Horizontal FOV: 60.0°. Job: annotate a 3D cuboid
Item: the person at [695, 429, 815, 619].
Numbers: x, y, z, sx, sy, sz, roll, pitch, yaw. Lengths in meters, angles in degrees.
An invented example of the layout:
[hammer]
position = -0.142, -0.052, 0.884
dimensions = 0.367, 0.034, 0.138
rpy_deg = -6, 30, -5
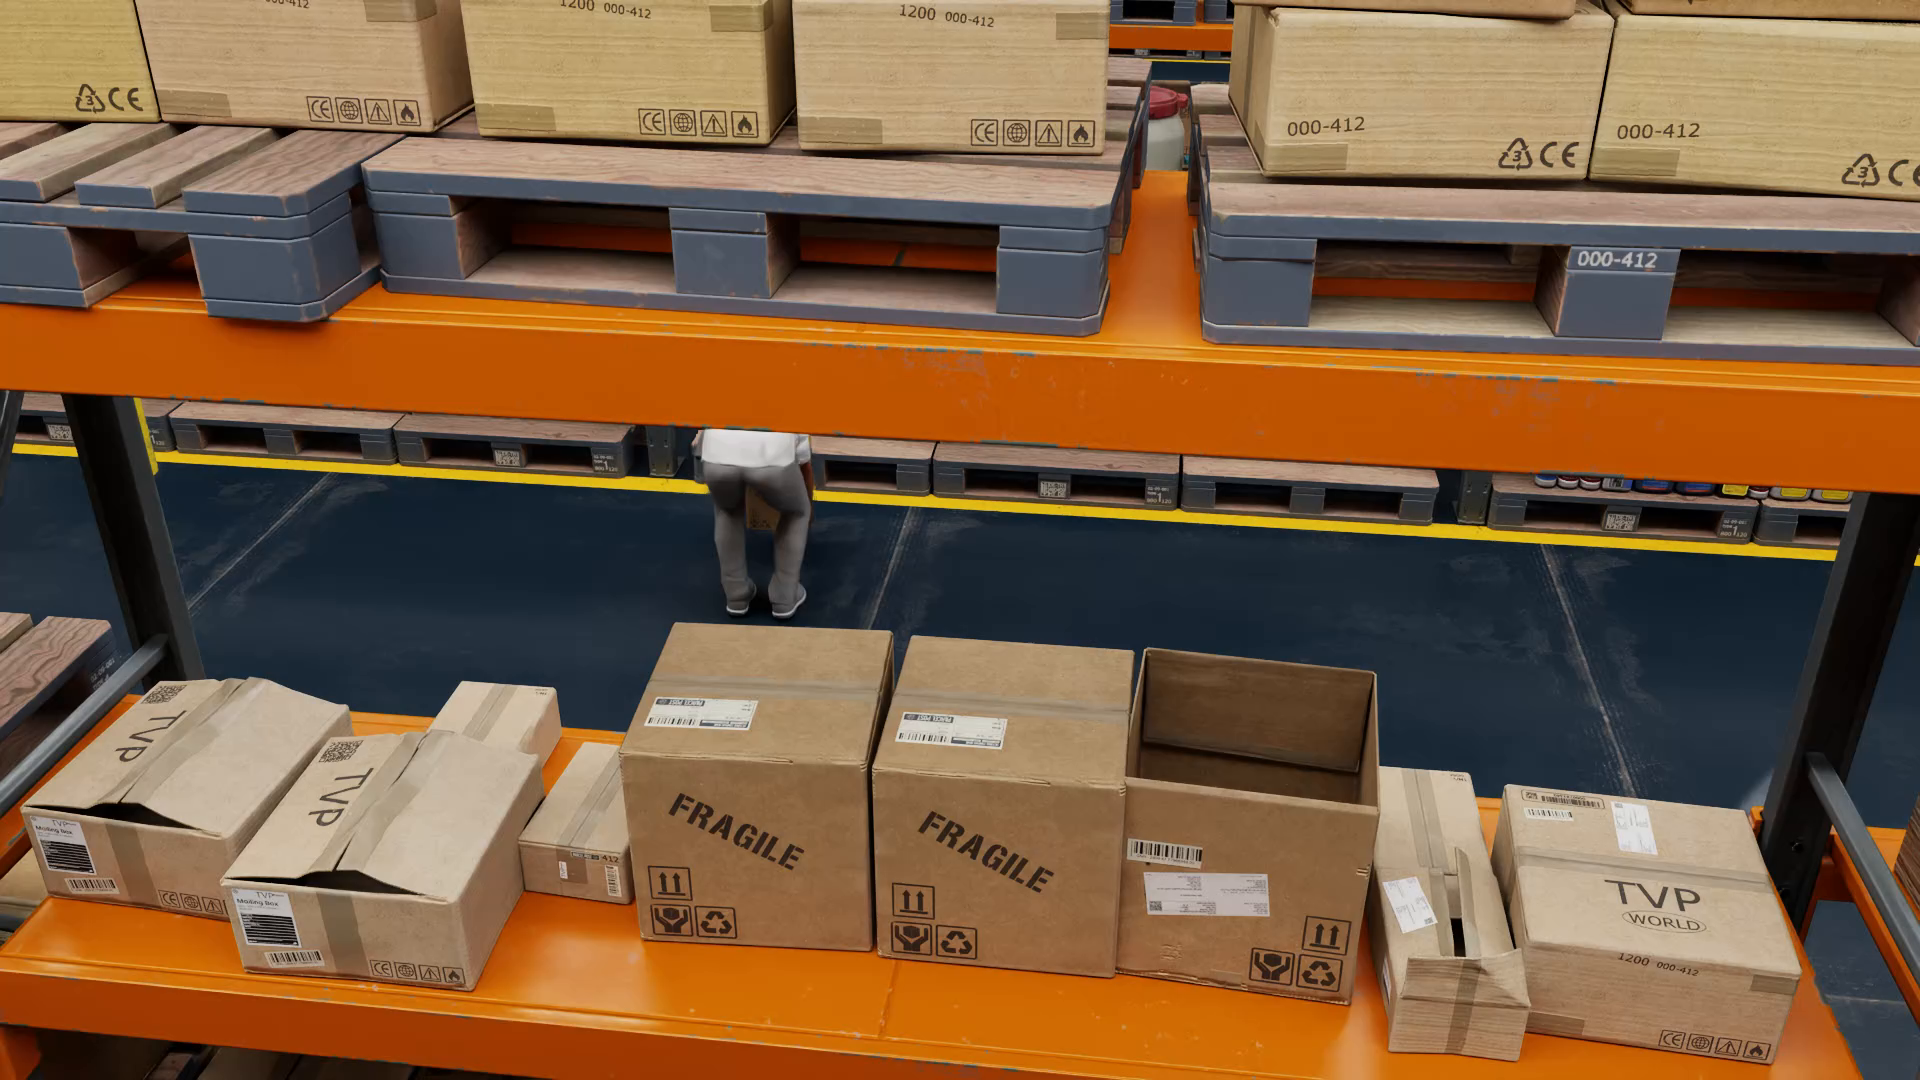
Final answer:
[person]
position = -0.849, -0.230, 7.233
dimensions = 0.423, 1.009, 0.934
rpy_deg = 2, 29, 4
